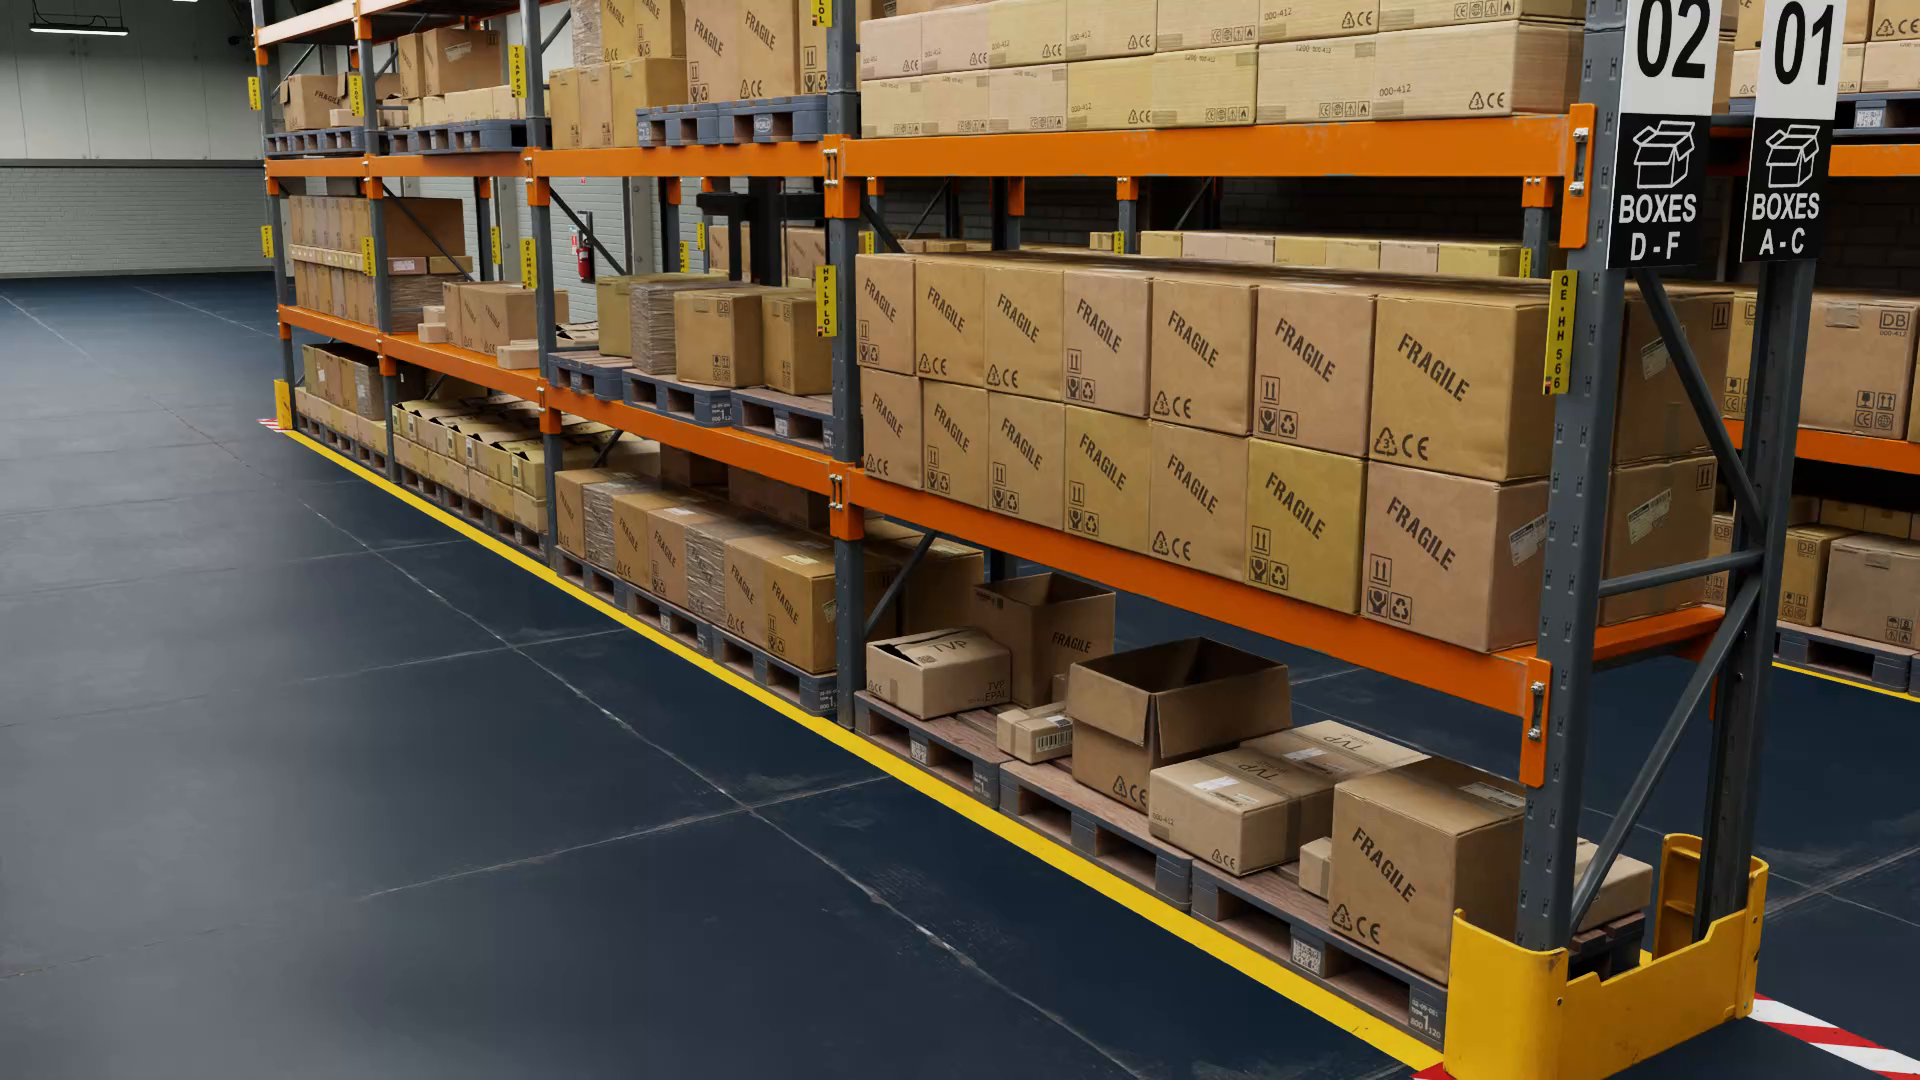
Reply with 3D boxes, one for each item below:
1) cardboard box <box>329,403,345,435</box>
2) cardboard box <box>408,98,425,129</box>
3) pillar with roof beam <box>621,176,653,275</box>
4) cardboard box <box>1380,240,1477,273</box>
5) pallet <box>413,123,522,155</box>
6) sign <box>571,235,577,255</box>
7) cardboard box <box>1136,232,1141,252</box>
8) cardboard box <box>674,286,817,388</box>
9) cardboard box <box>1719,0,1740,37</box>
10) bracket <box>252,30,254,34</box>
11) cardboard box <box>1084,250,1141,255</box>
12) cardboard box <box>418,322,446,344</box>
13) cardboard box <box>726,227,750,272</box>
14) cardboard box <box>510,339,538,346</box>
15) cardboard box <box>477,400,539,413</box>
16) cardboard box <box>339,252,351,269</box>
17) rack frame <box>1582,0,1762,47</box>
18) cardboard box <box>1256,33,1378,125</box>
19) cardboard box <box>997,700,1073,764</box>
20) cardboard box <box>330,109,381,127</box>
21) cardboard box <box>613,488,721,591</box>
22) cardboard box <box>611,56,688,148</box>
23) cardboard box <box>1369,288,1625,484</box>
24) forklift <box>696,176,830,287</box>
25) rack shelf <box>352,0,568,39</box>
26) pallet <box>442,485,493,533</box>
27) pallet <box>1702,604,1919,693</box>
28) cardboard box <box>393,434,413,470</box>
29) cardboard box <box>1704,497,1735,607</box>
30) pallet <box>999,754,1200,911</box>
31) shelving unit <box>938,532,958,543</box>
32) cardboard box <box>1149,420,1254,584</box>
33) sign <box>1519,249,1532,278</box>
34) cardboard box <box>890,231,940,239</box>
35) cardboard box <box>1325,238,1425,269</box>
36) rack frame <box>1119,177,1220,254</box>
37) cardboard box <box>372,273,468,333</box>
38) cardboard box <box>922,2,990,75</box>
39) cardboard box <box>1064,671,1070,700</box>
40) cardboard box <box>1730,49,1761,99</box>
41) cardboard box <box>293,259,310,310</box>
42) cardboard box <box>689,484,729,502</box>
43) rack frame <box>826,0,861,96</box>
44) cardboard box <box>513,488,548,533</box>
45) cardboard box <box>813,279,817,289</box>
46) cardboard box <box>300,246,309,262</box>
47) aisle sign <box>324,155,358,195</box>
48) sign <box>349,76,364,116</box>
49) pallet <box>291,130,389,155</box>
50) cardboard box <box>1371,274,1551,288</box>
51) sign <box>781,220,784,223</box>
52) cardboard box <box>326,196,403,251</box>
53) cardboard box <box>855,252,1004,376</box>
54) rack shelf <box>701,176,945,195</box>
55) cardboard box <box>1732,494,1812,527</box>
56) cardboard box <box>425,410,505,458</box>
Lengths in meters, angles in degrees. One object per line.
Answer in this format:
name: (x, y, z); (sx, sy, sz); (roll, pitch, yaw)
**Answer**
cardboard box: (-5.862, -1.209, 16.324); (0.500, 0.250, 0.500); (-8, 15, -33)
cardboard box: (-4.254, -3.511, 13.744); (0.500, 0.250, 0.500); (-6, 14, -27)
pillar with roof beam: (-8.482, -6.789, 22.344); (9.100, 9.000, 0.400); (-8, 15, -33)
cardboard box: (3.220, -1.904, 11.315); (0.500, 0.250, 0.500); (-8, 15, -32)
pallet: (-3.444, -2.995, 12.457); (1.003, 0.211, 1.213); (-7, 14, -30)
sign: (-6.456, -4.940, 27.847); (0.001, 0.329, 0.234); (-8, 15, -33)
cardboard box: (1.534, -2.539, 14.168); (0.380, 0.149, 0.250); (-11, 16, -40)
cardboard box: (-1.186, -1.163, 9.441); (0.500, 0.500, 0.700); (11, 16, 41)
cardboard box: (1.993, -1.649, 5.041); (0.500, 0.250, 0.500); (-8, 15, -33)
bracket: (-18.261, -13.210, 43.278); (0.235, 0.232, 0.430); (-8, 15, -33)
cardboard box: (1.482, -2.247, 14.350); (0.700, 0.500, 0.500); (-10, 16, -39)
cardboard box: (-4.267, -1.720, 13.795); (0.380, 0.149, 0.250); (-8, 15, -33)
cardboard box: (-2.402, -3.416, 19.512); (0.500, 0.500, 0.500); (-8, 15, -33)
cardboard box: (-3.125, -1.411, 12.380); (0.380, 0.149, 0.250); (-7, 14, -29)
cardboard box: (-3.831, -1.031, 14.194); (0.500, 0.311, 0.500); (-8, 14, -31)
cardboard box: (-5.619, -2.640, 15.658); (0.380, 0.149, 0.250); (-8, 14, -31)
rack frame: (2.061, -2.821, 4.199); (1.000, 3.000, 0.127); (-8, 15, -33)
cardboard box: (1.289, -1.433, 5.223); (0.500, 0.250, 0.500); (-8, 15, -33)
cardboard box: (0.385, 0.820, 7.192); (0.380, 0.166, 0.250); (-8, 15, -33)
cardboard box: (-5.484, -3.823, 15.079); (0.380, 0.149, 0.250); (-8, 15, -33)
cardboard box: (-1.789, -0.010, 10.208); (0.500, 0.500, 0.500); (-8, 15, -34)
cardboard box: (-1.531, -2.571, 9.841); (0.910, 0.500, 0.500); (-8, 15, -33)
cardboard box: (1.585, -0.475, 4.936); (0.500, 0.500, 0.500); (-8, 15, -33)
forklift: (-1.578, -1.951, 14.422); (1.130, 2.935, 3.031); (-8, 15, -32)
rack shelf: (-3.480, -4.053, 12.452); (1.077, 0.370, 4.000); (-8, 15, -33)
pallet: (-3.467, -0.319, 13.326); (1.003, 0.211, 1.213); (-8, 15, -33)
pallet: (5.003, 0.535, 9.422); (1.003, 0.211, 1.213); (-8, 15, -33)
cardboard box: (-4.570, -0.786, 14.386); (0.500, 0.250, 0.500); (-9, 15, -34)
cardboard box: (4.571, 0.062, 9.926); (0.700, 0.500, 0.500); (-8, 15, -33)
pallet: (0.904, 1.100, 6.839); (1.003, 0.211, 1.213); (-8, 15, -33)
shelving unit: (-0.008, -0.589, 12.245); (0.258, 1.200, 0.189); (-8, 15, -33)
cardboard box: (1.024, -0.168, 5.875); (0.500, 0.500, 0.500); (-8, 15, -32)
sign: (3.520, -1.650, 10.361); (0.100, 0.325, 0.005); (-8, 15, -33)
cardboard box: (-0.552, -3.023, 17.713); (0.500, 0.500, 0.500); (-9, 15, -34)
cardboard box: (2.937, -1.995, 11.730); (0.500, 0.250, 0.500); (-8, 15, -32)
rack frame: (1.750, -1.900, 14.031); (1.000, 3.000, 0.127); (-8, 15, -33)
cardboard box: (-4.839, -2.152, 14.946); (0.700, 0.500, 0.500); (-9, 15, -34)
cardboard box: (0.186, -2.034, 6.800); (0.500, 0.250, 0.500); (-8, 15, -33)
cardboard box: (0.812, 0.698, 7.414); (0.500, 0.311, 0.500); (-8, 15, -33)
cardboard box: (4.400, -2.589, 9.291); (0.500, 0.250, 0.500); (-8, 15, -34)
cardboard box: (-6.556, -2.700, 17.455); (0.700, 0.500, 0.500); (-8, 15, -33)
cardboard box: (-1.371, -0.077, 10.512); (0.500, 0.500, 0.500); (-9, 15, -35)
rack frame: (-0.155, -3.533, 7.452); (1.000, 3.000, 0.127); (-8, 15, -33)
cardboard box: (-2.866, -0.240, 11.891); (0.500, 0.250, 0.500); (-8, 15, -31)
cardboard box: (-1.250, -2.686, 17.928); (0.500, 0.250, 0.500); (-8, 15, -33)
cardboard box: (-6.480, -2.915, 16.920); (0.380, 0.149, 0.250); (-8, 15, -33)
aisle sign: (-6.596, -4.053, 17.787); (0.394, 0.787, 0.004); (-8, 15, -33)
sign: (-5.049, -3.715, 13.914); (0.100, 0.325, 0.005); (-8, 15, -33)
pallet: (-5.754, -3.812, 15.959); (1.003, 0.211, 1.213); (-8, 15, -33)
cardboard box: (1.739, -0.630, 5.647); (0.500, 0.500, 0.500); (-8, 15, -32)
sign: (-2.209, -4.105, 20.663); (0.100, 0.325, 0.005); (-8, 15, -33)
cardboard box: (-5.673, -3.053, 16.032); (0.700, 0.500, 0.500); (-8, 15, -33)
cardboard box: (-0.128, -1.022, 7.440); (0.500, 0.500, 0.500); (-8, 14, -31)
rack shelf: (-1.574, -4.081, 18.667); (1.077, 0.370, 4.000); (-8, 15, -33)
cardboard box: (4.623, -0.169, 9.465); (0.380, 0.149, 0.250); (-9, 15, -34)
cardboard box: (-4.005, -0.876, 13.487); (0.500, 0.311, 0.500); (-9, 15, -35)
